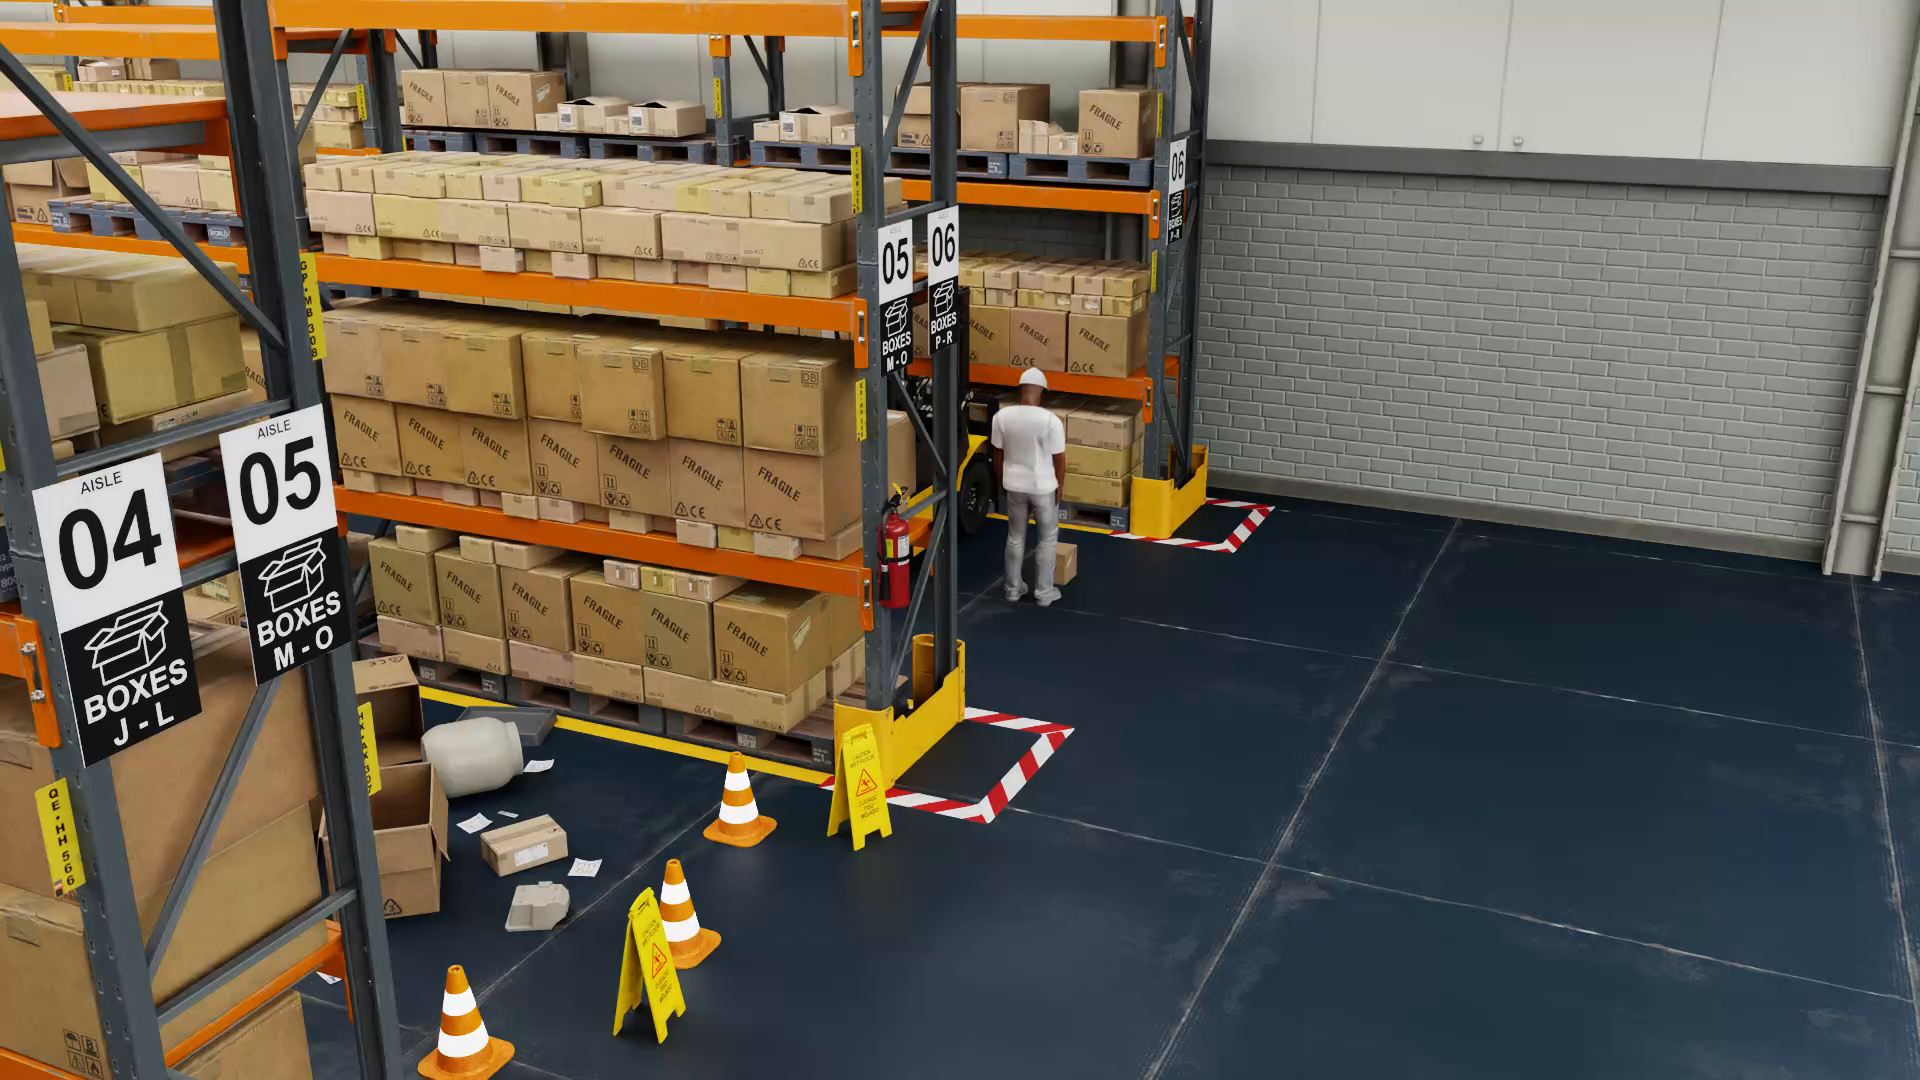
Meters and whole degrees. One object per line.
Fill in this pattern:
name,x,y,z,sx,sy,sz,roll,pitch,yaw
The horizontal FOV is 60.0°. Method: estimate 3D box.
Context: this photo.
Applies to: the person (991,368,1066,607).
person,0.512,-0.394,12.199,0.573,1.751,0.384,9,21,24
